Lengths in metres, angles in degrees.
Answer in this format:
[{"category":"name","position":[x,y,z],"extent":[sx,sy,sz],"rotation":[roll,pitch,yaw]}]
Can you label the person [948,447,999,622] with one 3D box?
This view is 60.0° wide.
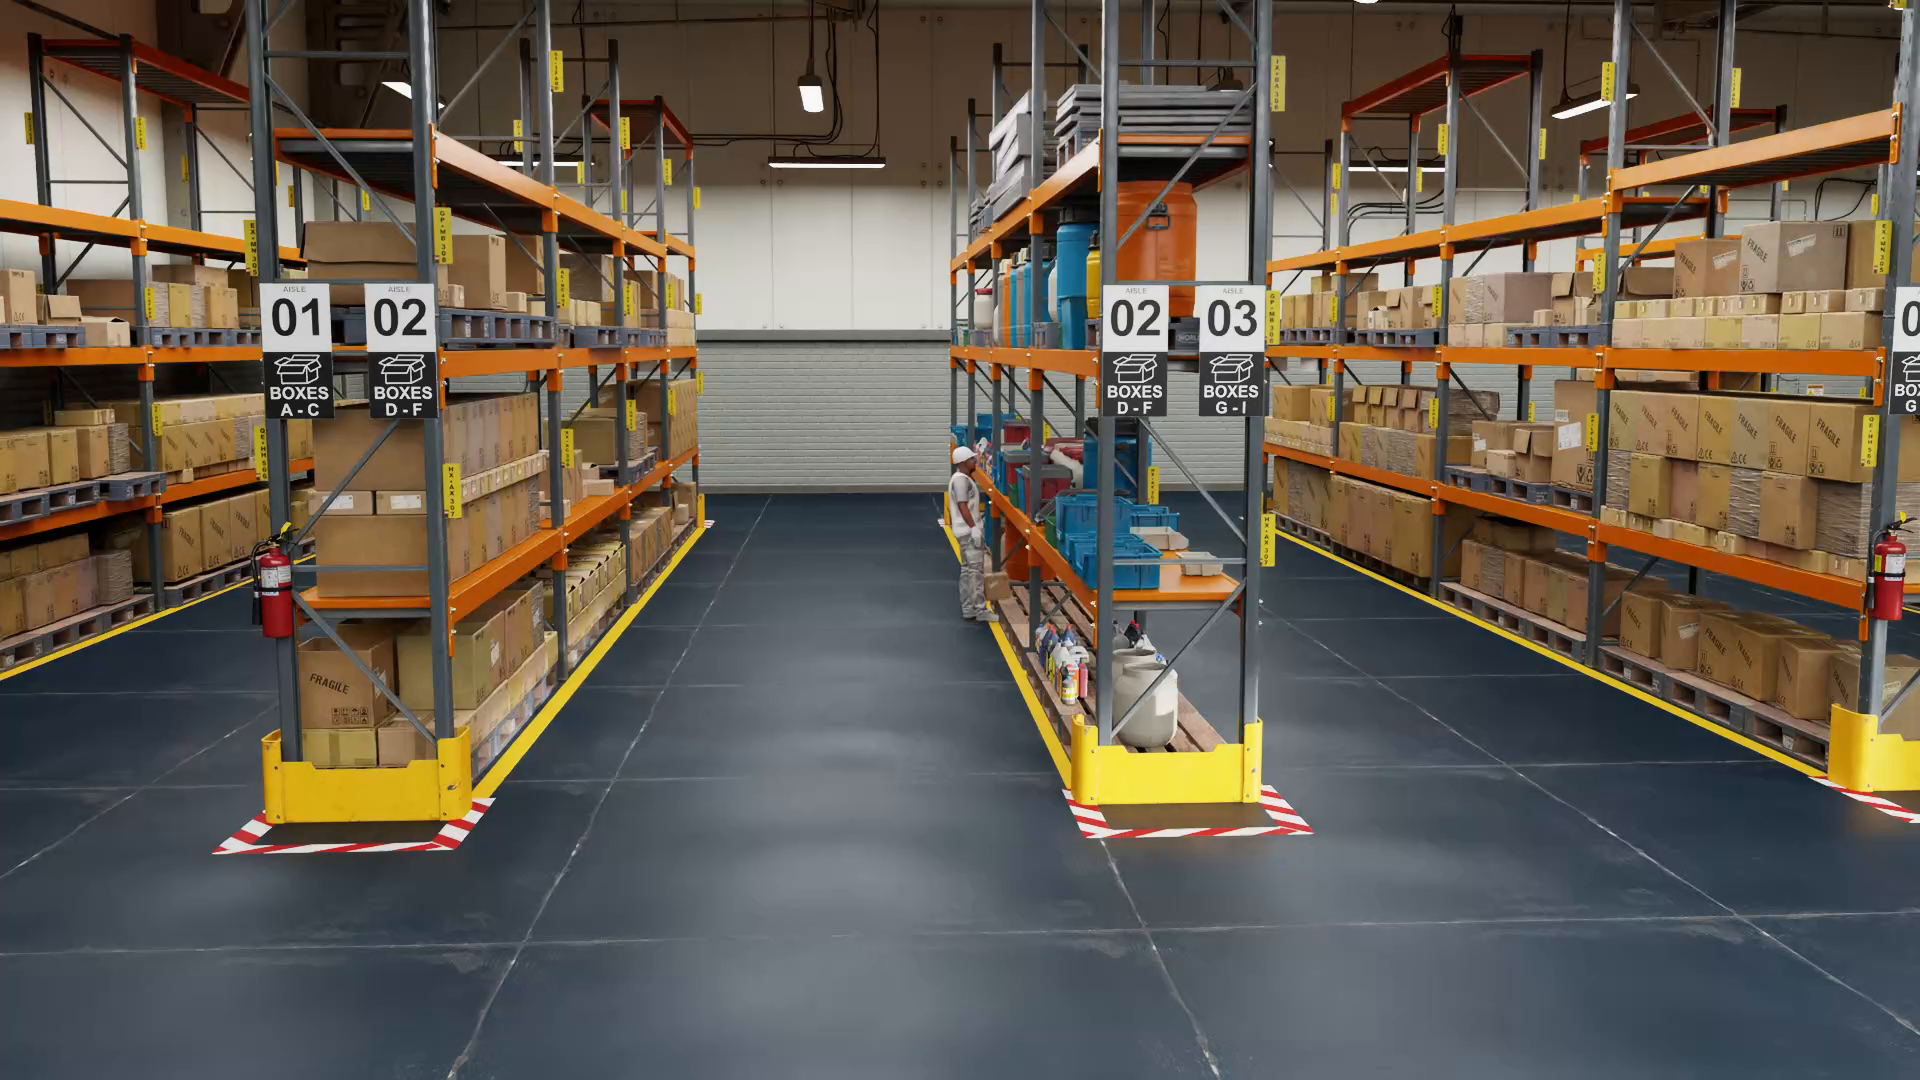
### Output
[{"category":"person","position":[0.166,-0.076,17.220],"extent":[0.577,1.783,0.642],"rotation":[0,7,-4]}]
